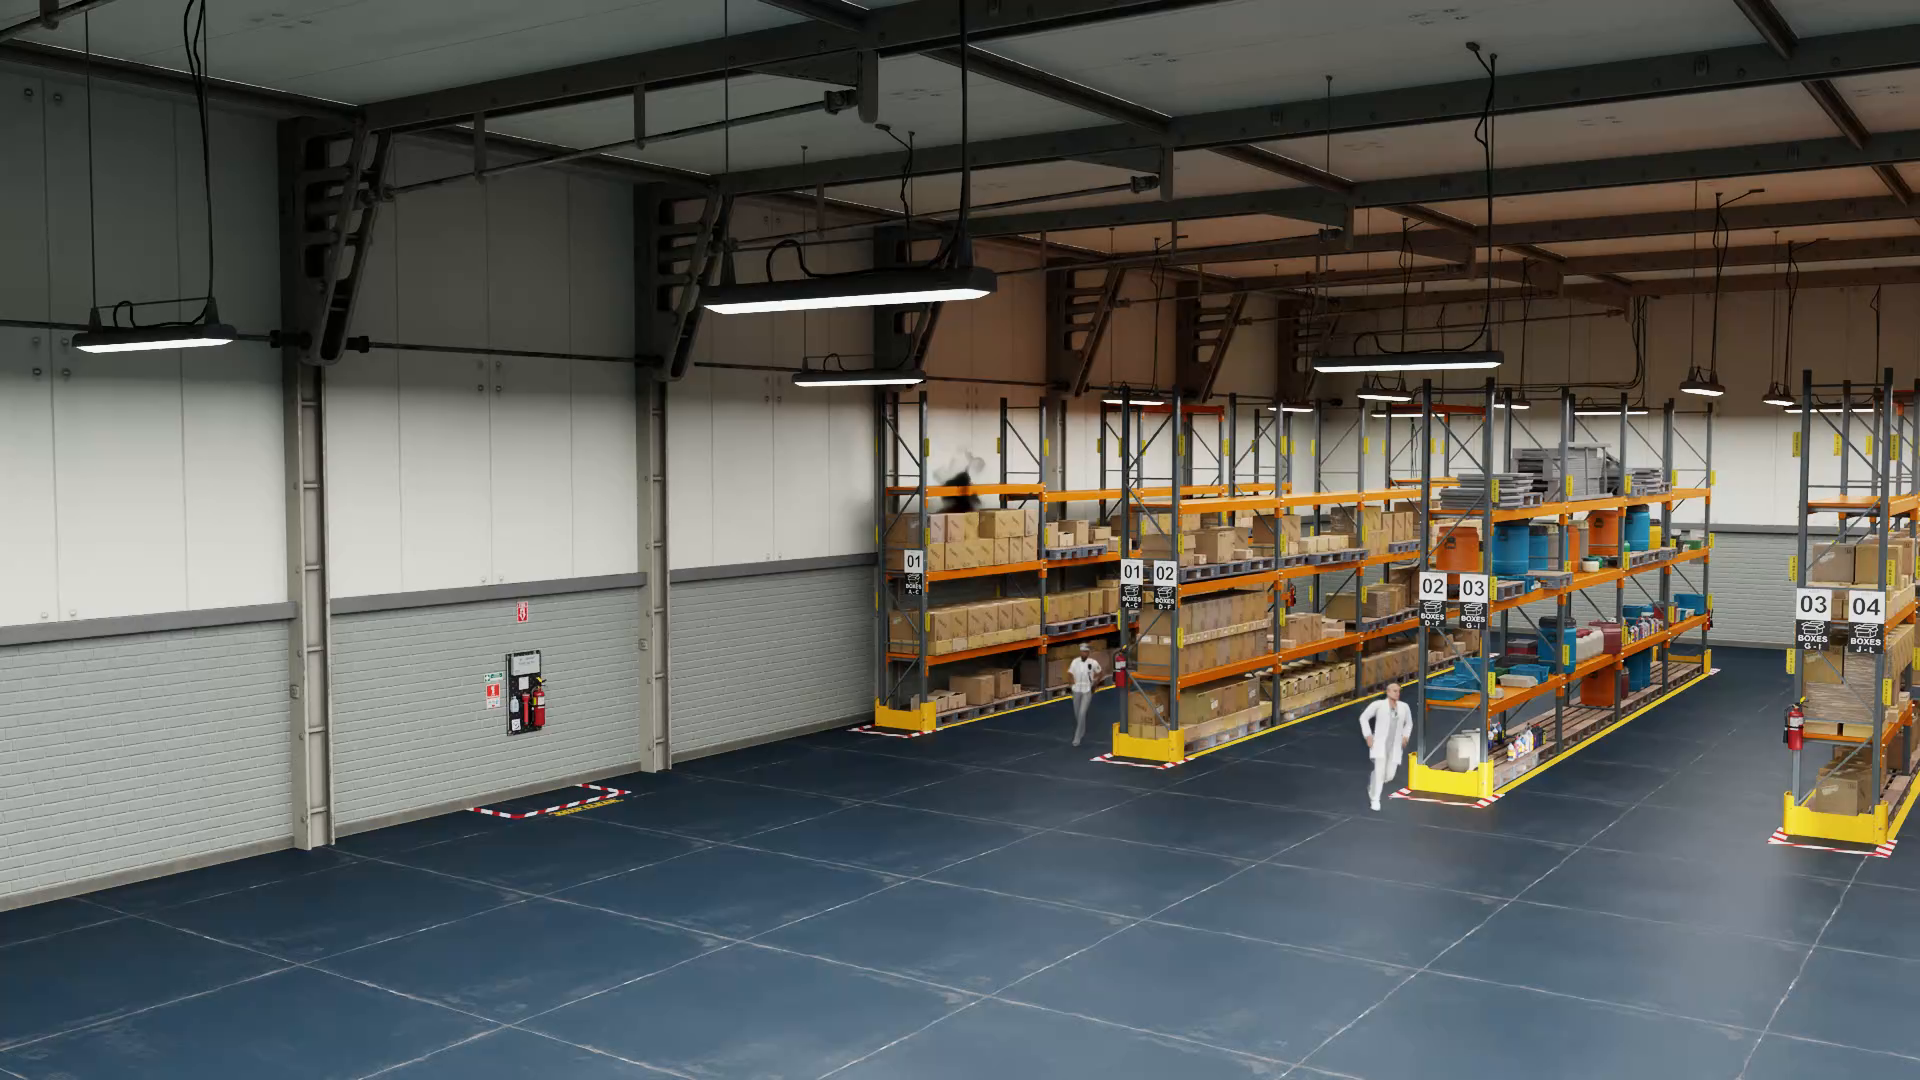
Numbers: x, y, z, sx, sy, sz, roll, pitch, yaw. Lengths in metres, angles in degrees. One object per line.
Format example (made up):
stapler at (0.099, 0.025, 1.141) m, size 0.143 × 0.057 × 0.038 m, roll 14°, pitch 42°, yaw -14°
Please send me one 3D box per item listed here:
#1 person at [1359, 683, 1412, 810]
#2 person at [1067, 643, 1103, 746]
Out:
person at (5.972, 2.869, 23.296) m, size 0.759 × 1.742 × 0.706 m, roll 0°, pitch 3°, yaw -3°
person at (2.107, 2.592, 28.269) m, size 0.597 × 1.706 × 0.861 m, roll 1°, pitch 3°, yaw 22°
